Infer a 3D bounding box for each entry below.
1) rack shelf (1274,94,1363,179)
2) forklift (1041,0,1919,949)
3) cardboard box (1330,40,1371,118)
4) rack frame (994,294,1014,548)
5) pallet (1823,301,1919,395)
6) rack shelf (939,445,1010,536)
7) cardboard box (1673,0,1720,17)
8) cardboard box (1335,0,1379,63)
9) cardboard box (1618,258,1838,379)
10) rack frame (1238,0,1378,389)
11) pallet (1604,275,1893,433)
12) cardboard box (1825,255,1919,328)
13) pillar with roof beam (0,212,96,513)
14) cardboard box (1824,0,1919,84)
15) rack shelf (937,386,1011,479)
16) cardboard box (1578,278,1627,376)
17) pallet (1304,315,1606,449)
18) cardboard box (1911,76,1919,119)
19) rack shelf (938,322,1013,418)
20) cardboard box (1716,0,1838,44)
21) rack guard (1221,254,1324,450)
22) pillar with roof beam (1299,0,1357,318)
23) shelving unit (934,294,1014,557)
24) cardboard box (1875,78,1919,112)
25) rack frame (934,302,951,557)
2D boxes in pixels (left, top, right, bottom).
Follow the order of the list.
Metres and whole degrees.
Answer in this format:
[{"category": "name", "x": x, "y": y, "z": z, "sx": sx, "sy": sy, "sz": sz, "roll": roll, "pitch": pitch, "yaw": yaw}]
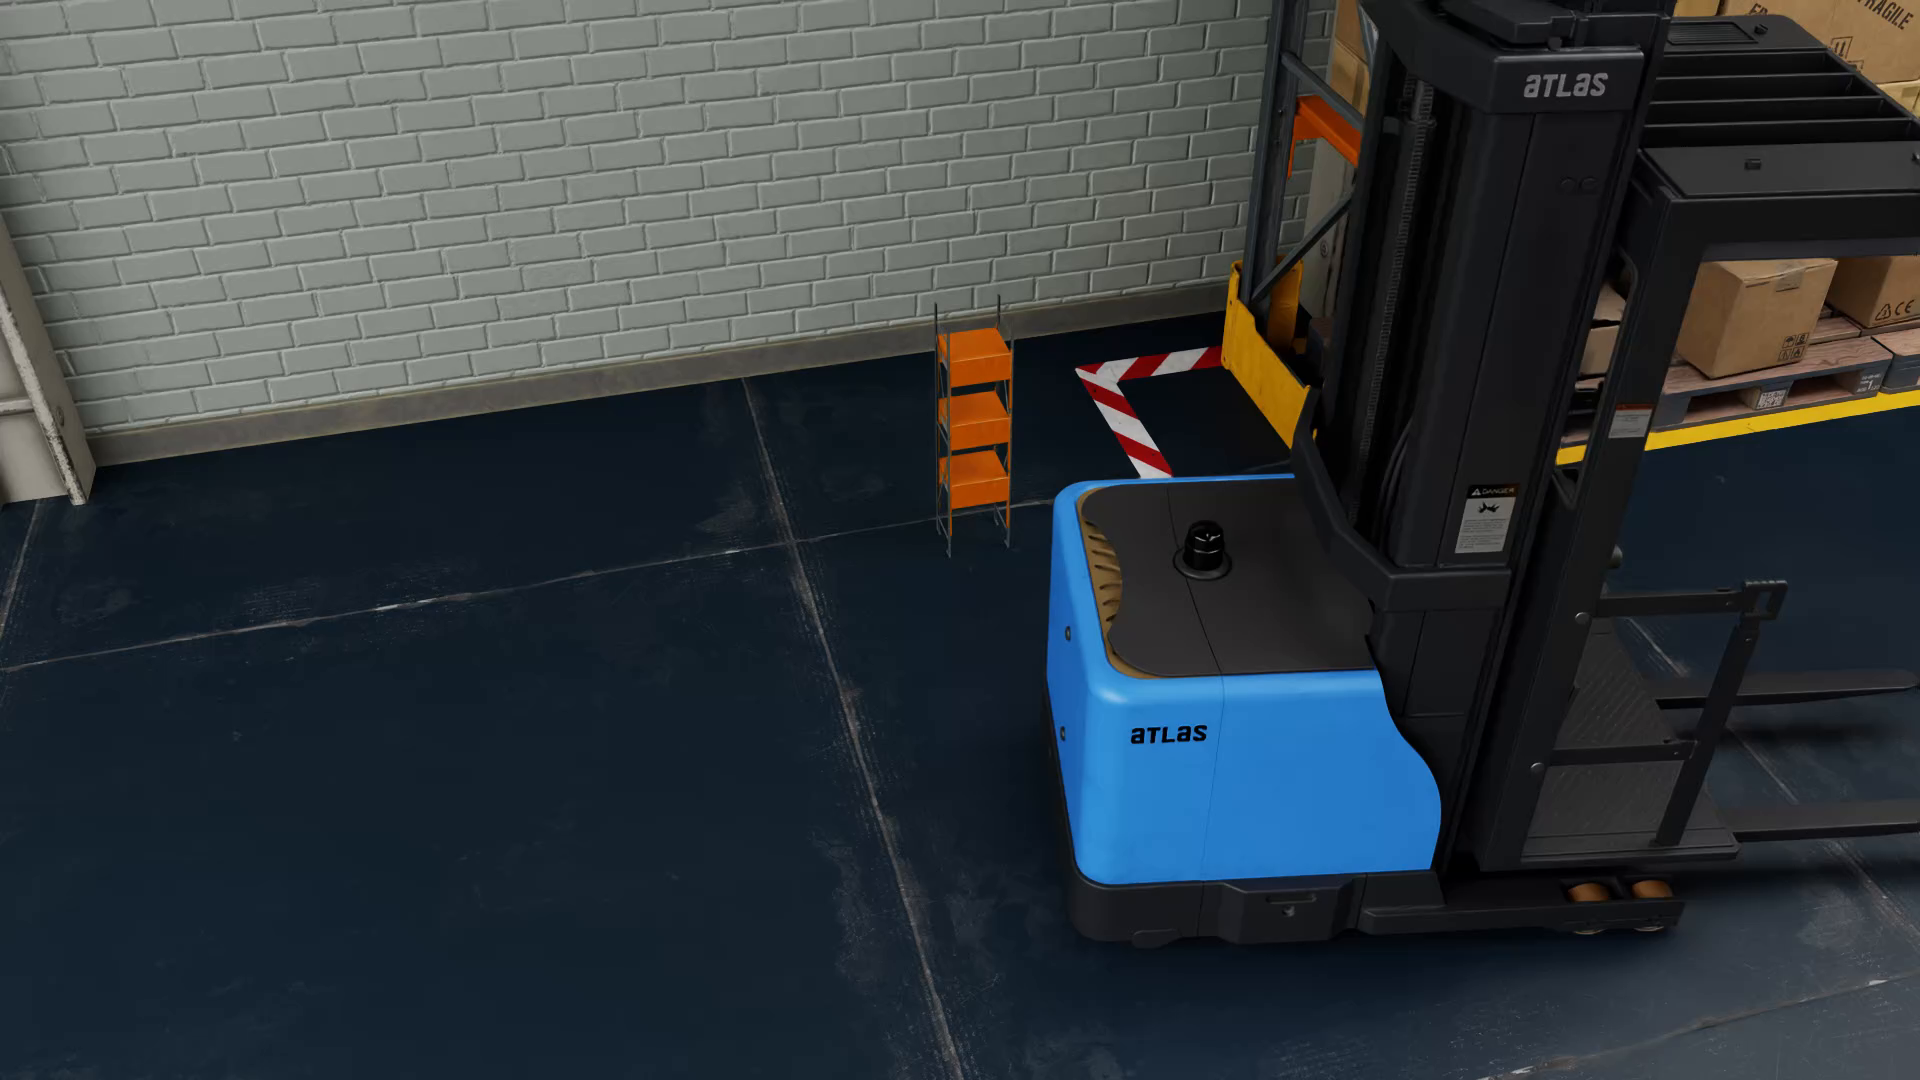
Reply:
[{"category": "rack shelf", "x": 3.392, "y": -1.767, "z": 7.183, "sx": 4.000, "sy": 0.370, "sz": 1.077, "roll": -9, "pitch": 38, "yaw": -12}, {"category": "forklift", "x": 1.820, "y": -0.263, "z": 4.682, "sx": 3.031, "sy": 2.935, "sz": 1.130, "roll": -2, "pitch": 37, "yaw": -3}, {"category": "cardboard box", "x": 1.862, "y": -1.872, "z": 6.835, "sx": 0.500, "sy": 0.250, "sz": 0.500, "roll": -9, "pitch": 38, "yaw": -11}, {"category": "rack frame", "x": 0.169, "y": -0.445, "z": 6.467, "sx": 0.008, "sy": 1.050, "sz": 0.200, "roll": -9, "pitch": 38, "yaw": -12}, {"category": "pallet", "x": 4.684, "y": -1.135, "z": 8.060, "sx": 1.213, "sy": 0.211, "sz": 1.003, "roll": -9, "pitch": 38, "yaw": -12}, {"category": "rack shelf", "x": 0.052, "y": -0.196, "z": 6.617, "sx": 0.240, "sy": 0.259, "sz": 0.215, "roll": -9, "pitch": 38, "yaw": -12}, {"category": "cardboard box", "x": 2.480, "y": -1.954, "z": 6.325, "sx": 0.500, "sy": 0.500, "sz": 0.500, "roll": -9, "pitch": 38, "yaw": -12}, {"category": "cardboard box", "x": 1.861, "y": -2.181, "z": 6.622, "sx": 0.500, "sy": 0.500, "sz": 0.500, "roll": -10, "pitch": 38, "yaw": -12}, {"category": "cardboard box", "x": 3.425, "y": -1.152, "z": 7.482, "sx": 0.500, "sy": 0.500, "sz": 0.700, "roll": -12, "pitch": 39, "yaw": -15}, {"category": "rack frame", "x": 1.461, "y": -1.736, "z": 6.550, "sx": 0.127, "sy": 3.000, "sz": 1.000, "roll": -9, "pitch": 38, "yaw": -12}, {"category": "pallet", "x": 3.504, "y": -0.939, "z": 7.804, "sx": 1.213, "sy": 0.211, "sz": 1.003, "roll": -9, "pitch": 38, "yaw": -12}, {"category": "cardboard box", "x": 4.332, "y": -1.363, "z": 7.759, "sx": 0.500, "sy": 0.500, "sz": 0.500, "roll": -12, "pitch": 39, "yaw": -15}, {"category": "pillar with roof beam", "x": -2.758, "y": -1.261, "z": 0.992, "sx": 0.400, "sy": 9.000, "sz": 9.100, "roll": -9, "pitch": 38, "yaw": -12}, {"category": "cardboard box", "x": 3.476, "y": -2.121, "z": 6.543, "sx": 0.500, "sy": 0.500, "sz": 0.500, "roll": -8, "pitch": 38, "yaw": -11}, {"category": "rack shelf", "x": 0.052, "y": -0.417, "z": 6.449, "sx": 0.240, "sy": 0.259, "sz": 0.215, "roll": -9, "pitch": 38, "yaw": -12}, {"category": "cardboard box", "x": 2.703, "y": -0.990, "z": 7.426, "sx": 0.500, "sy": 0.311, "sz": 0.500, "roll": -6, "pitch": 38, "yaw": -8}, {"category": "pallet", "x": 2.328, "y": -0.748, "z": 7.554, "sx": 1.213, "sy": 0.211, "sz": 1.003, "roll": -9, "pitch": 38, "yaw": -12}, {"category": "cardboard box", "x": 3.980, "y": -1.902, "z": 6.875, "sx": 0.500, "sy": 0.250, "sz": 0.500, "roll": -10, "pitch": 38, "yaw": -12}, {"category": "rack shelf", "x": 0.052, "y": -0.642, "z": 6.276, "sx": 0.240, "sy": 0.259, "sz": 0.215, "roll": -9, "pitch": 38, "yaw": -12}, {"category": "cardboard box", "x": 2.981, "y": -2.032, "z": 6.427, "sx": 0.500, "sy": 0.500, "sz": 0.500, "roll": -11, "pitch": 39, "yaw": -13}, {"category": "rack guard", "x": 1.535, "y": -0.755, "z": 7.325, "sx": 0.348, "sy": 0.500, "sz": 1.175, "roll": -9, "pitch": 38, "yaw": -12}, {"category": "pillar with roof beam", "x": 3.034, "y": -2.212, "z": 2.235, "sx": 0.400, "sy": 9.000, "sz": 9.100, "roll": -9, "pitch": 38, "yaw": -12}, {"category": "shelving unit", "x": 0.052, "y": -0.425, "z": 6.442, "sx": 0.252, "sy": 1.050, "sz": 0.215, "roll": -9, "pitch": 38, "yaw": -12}, {"category": "cardboard box", "x": 3.495, "y": -1.822, "z": 6.770, "sx": 0.500, "sy": 0.250, "sz": 0.500, "roll": -9, "pitch": 38, "yaw": -12}, {"category": "rack frame", "x": -0.066, "y": -0.406, "z": 6.417, "sx": 0.008, "sy": 1.050, "sz": 0.200, "roll": -9, "pitch": 38, "yaw": -12}]
